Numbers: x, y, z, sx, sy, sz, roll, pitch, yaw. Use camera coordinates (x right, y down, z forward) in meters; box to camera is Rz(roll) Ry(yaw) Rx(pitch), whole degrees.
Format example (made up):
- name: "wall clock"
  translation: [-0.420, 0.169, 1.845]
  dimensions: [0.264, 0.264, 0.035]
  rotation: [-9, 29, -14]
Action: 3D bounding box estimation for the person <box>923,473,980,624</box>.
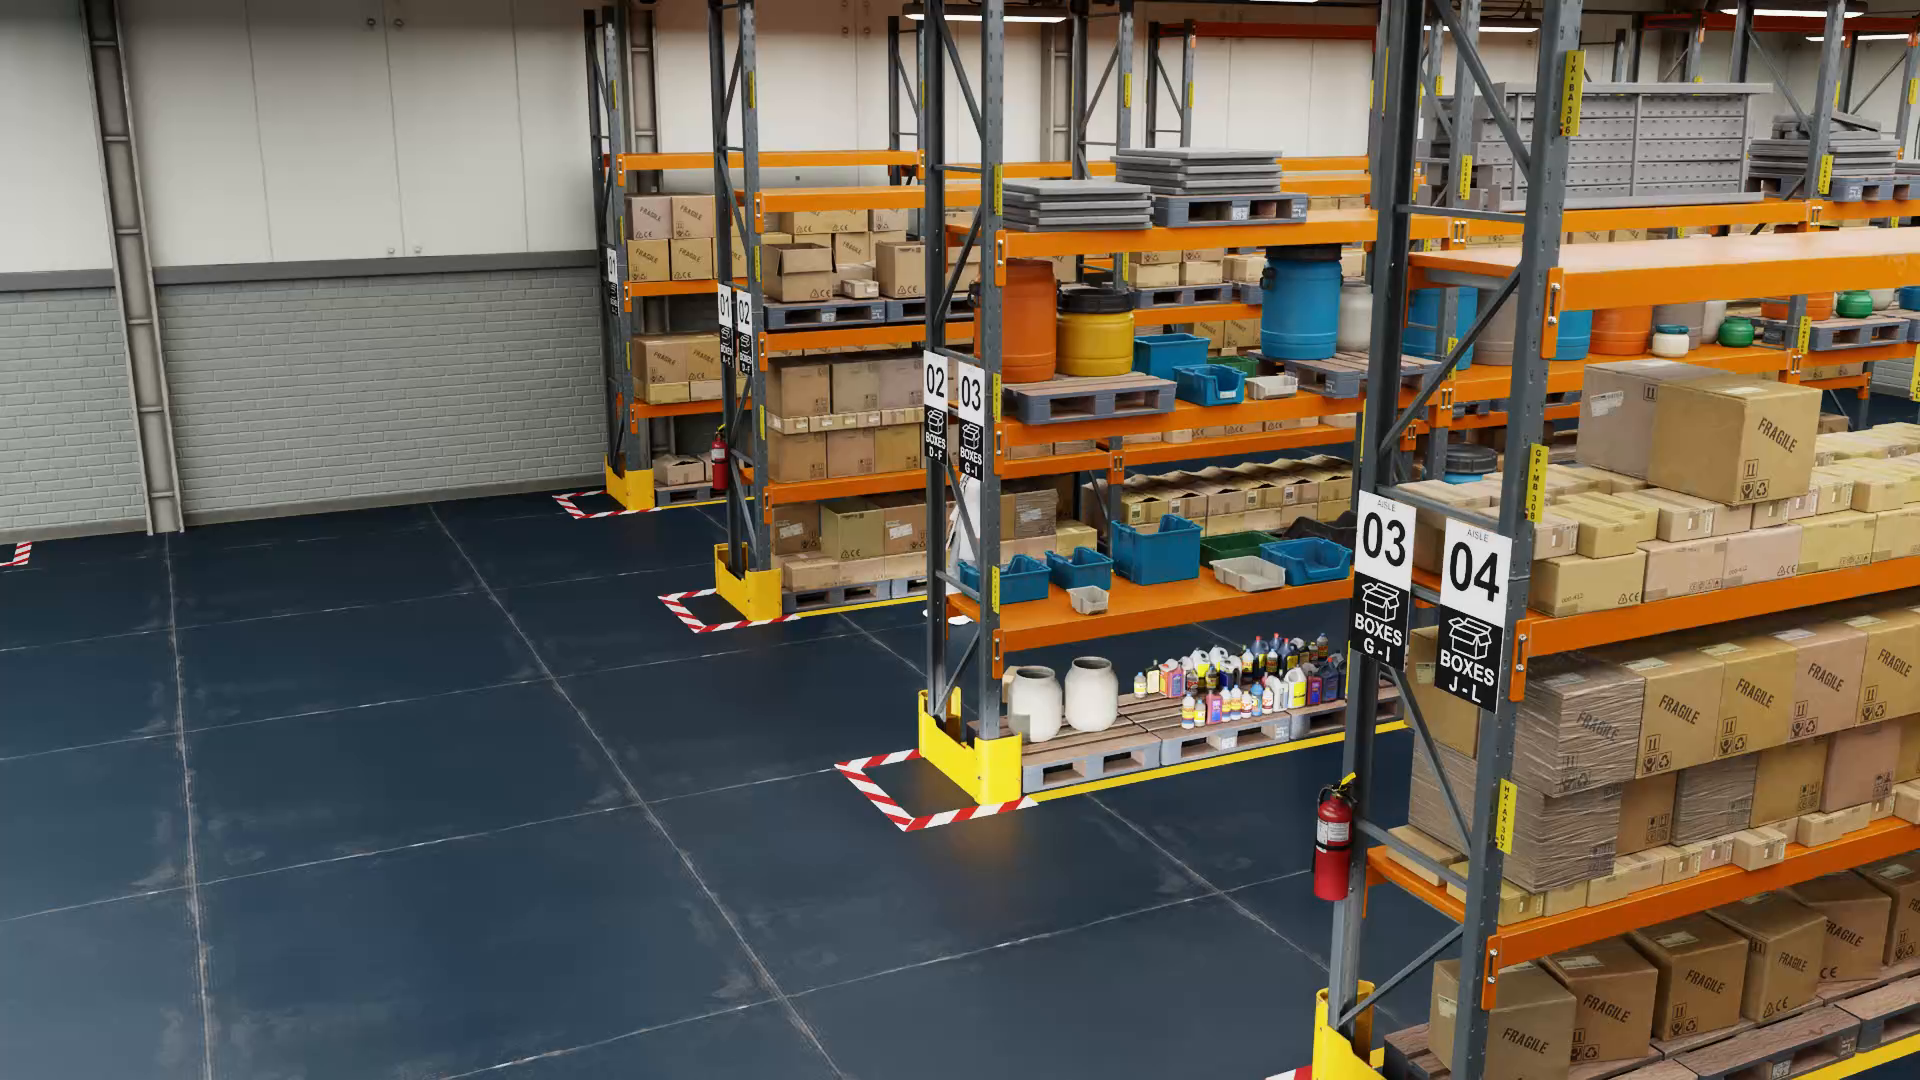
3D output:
- name: "person"
  translation: [0.019, -0.061, 16.105]
  dimensions: [0.582, 1.775, 0.695]
  rotation: [-7, 17, -25]
